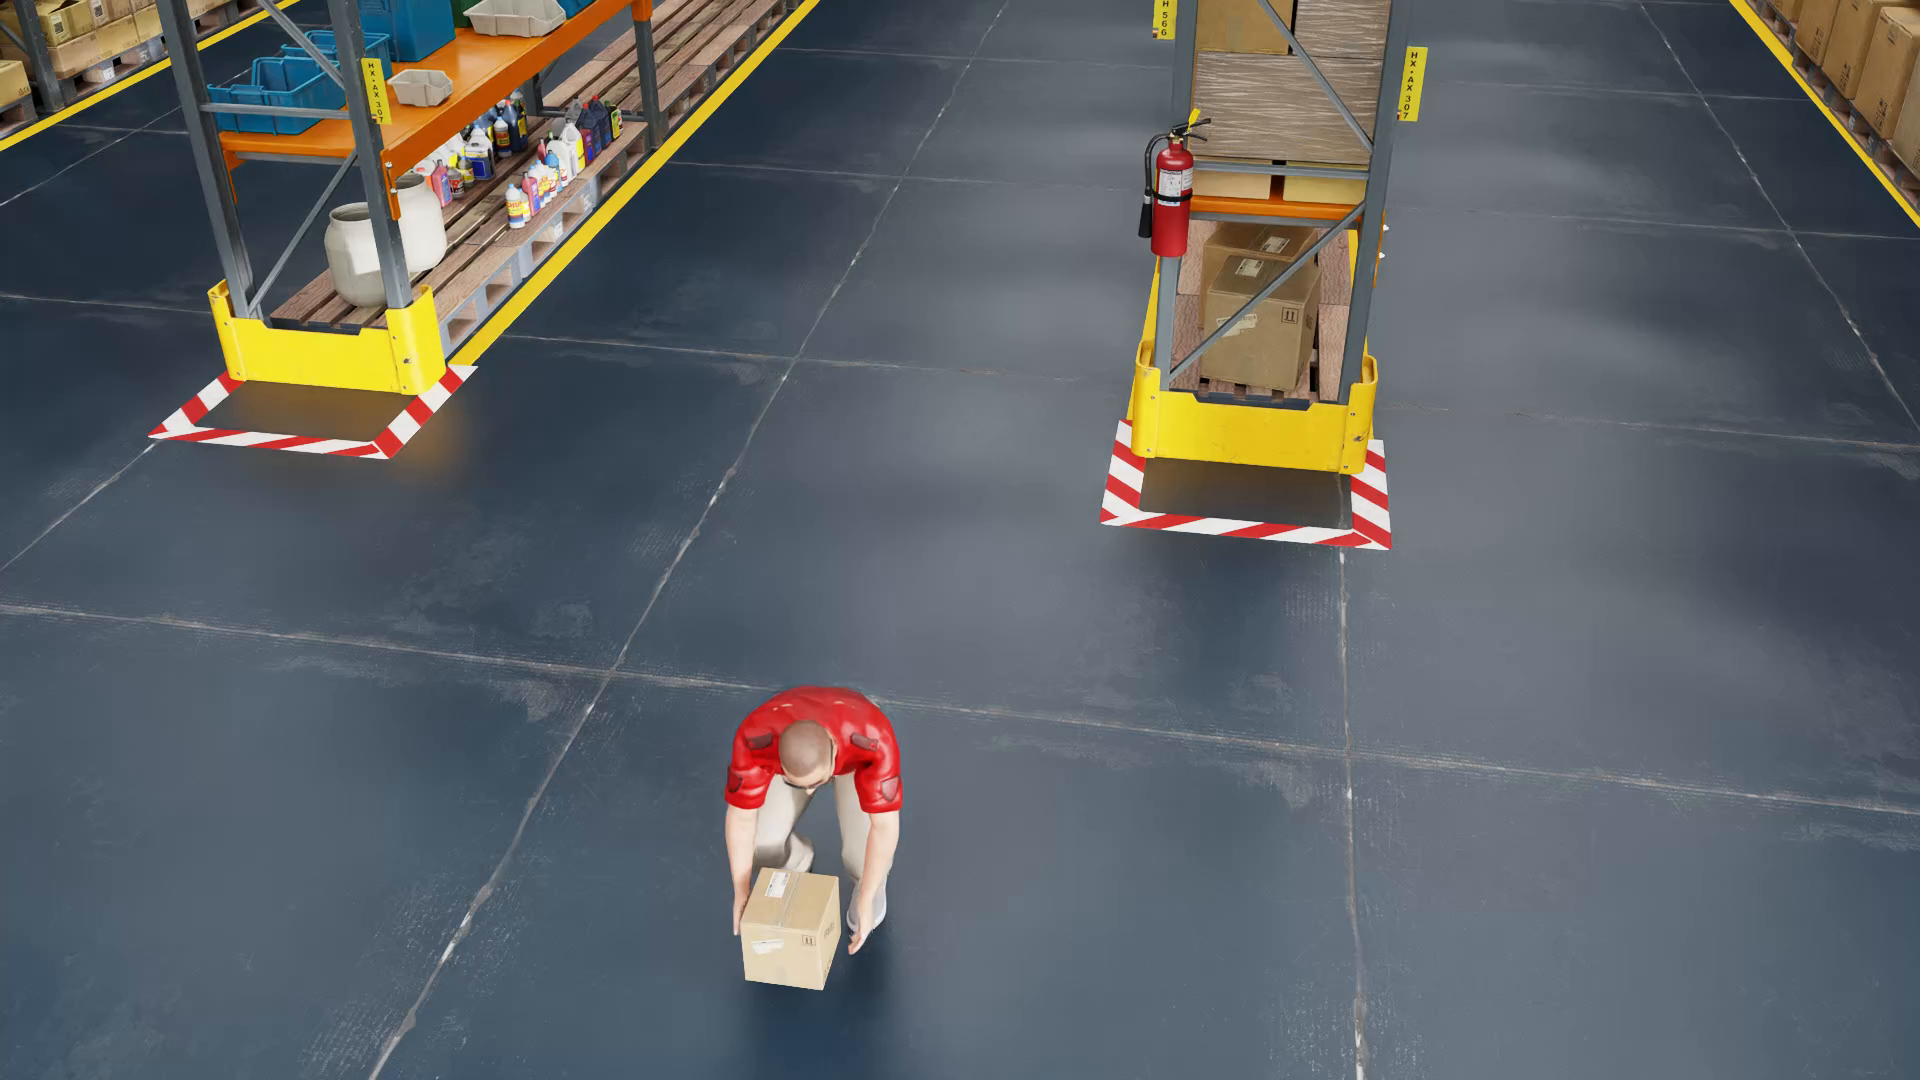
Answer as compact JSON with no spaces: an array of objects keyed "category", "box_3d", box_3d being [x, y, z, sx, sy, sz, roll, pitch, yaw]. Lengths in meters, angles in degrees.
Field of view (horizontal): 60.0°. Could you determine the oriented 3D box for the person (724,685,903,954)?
[{"category":"person","box_3d":[-0.438,0.839,5.428,0.576,1.085,0.844,5,33,8]}]
